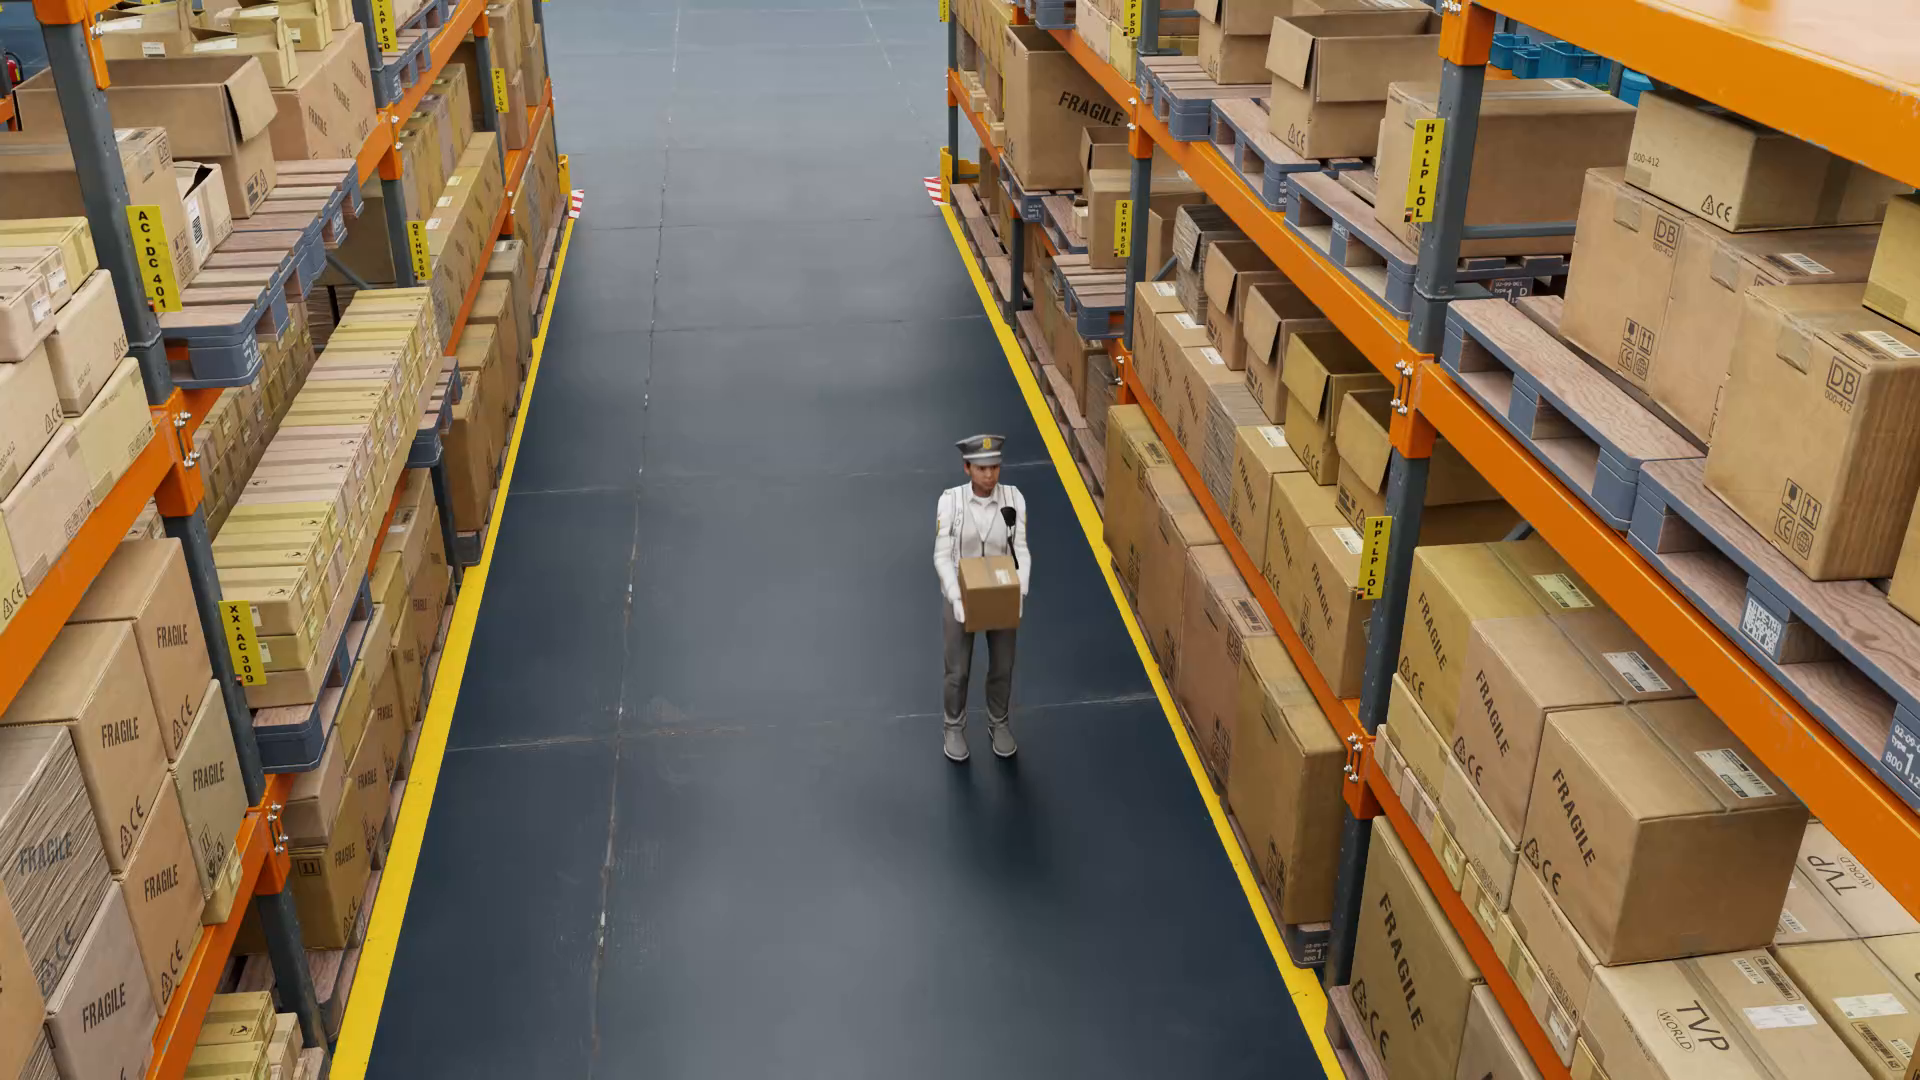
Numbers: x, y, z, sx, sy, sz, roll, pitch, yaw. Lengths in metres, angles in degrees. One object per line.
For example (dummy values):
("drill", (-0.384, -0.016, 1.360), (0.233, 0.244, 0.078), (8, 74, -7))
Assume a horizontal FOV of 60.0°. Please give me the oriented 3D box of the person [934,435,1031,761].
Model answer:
("person", (0.110, 0.304, 8.001), (0.460, 1.686, 0.564), (-4, 28, -8))
